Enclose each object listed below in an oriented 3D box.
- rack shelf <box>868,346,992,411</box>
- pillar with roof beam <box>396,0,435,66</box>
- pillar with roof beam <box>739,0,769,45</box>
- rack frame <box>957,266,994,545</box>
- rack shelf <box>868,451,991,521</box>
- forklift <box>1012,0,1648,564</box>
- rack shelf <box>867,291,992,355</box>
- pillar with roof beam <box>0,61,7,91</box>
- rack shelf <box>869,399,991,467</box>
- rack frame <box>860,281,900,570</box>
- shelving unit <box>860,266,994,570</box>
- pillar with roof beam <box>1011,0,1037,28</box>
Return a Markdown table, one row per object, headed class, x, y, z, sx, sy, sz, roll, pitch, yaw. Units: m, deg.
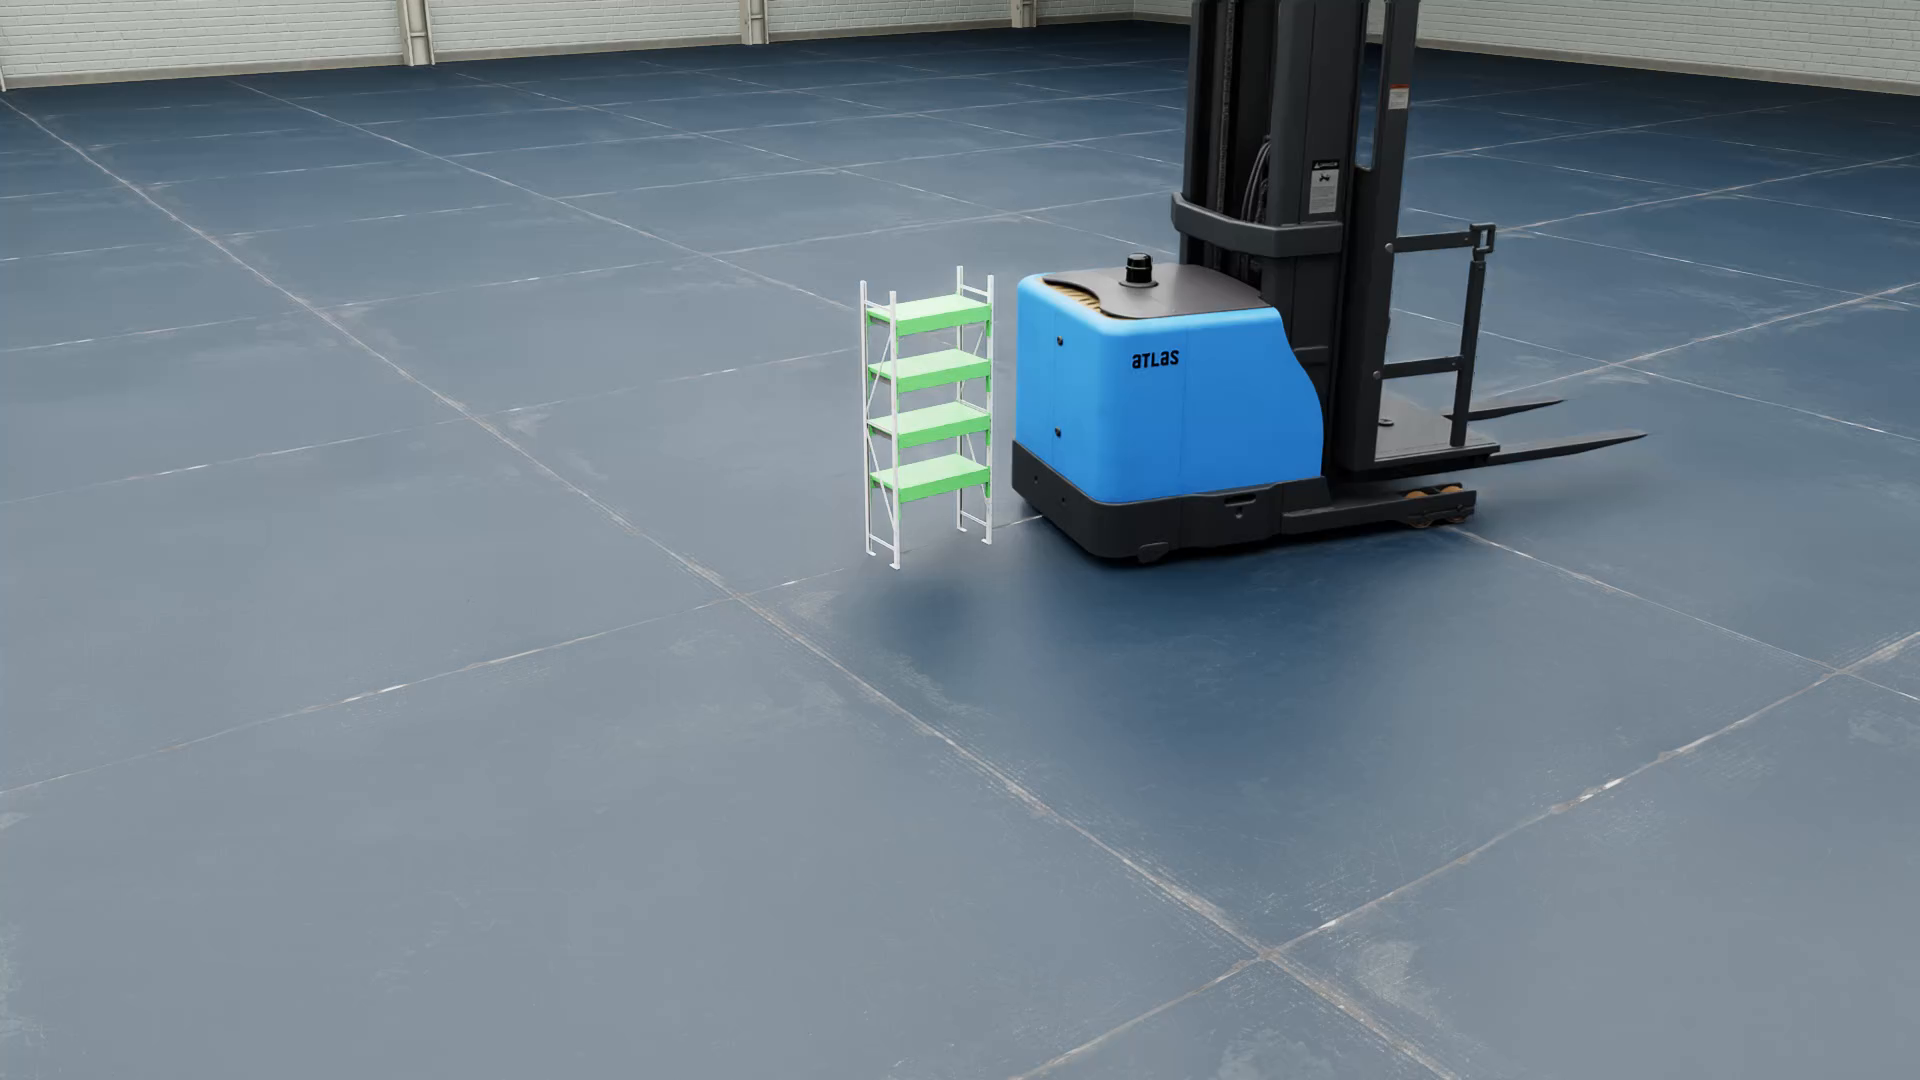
| class | x | y | z | sx | sy | sz | roll | pitch | yaw |
| --- | --- | --- | --- | --- | --- | --- | --- | --- | --- |
| rack shelf | -0.134 | -0.685 | 7.019 | 0.480 | 0.148 | 0.258 | -15 | 26 | -33 |
| pillar with roof beam | -5.980 | -10.361 | 21.220 | 0.400 | 9.000 | 9.100 | -15 | 26 | -33 |
| pillar with roof beam | -1.109 | -11.660 | 24.475 | 0.400 | 9.000 | 9.100 | -15 | 26 | -33 |
| rack frame | 0.064 | -0.574 | 7.217 | 0.015 | 1.200 | 0.240 | -15 | 26 | -33 |
| rack shelf | -0.134 | -0.239 | 7.197 | 0.480 | 0.148 | 0.258 | -15 | 26 | -33 |
| forklift | 1.815 | -1.587 | 7.418 | 3.031 | 2.935 | 1.130 | -8 | 23 | -19 |
| rack shelf | -0.134 | -0.908 | 6.930 | 0.480 | 0.148 | 0.258 | -15 | 26 | -33 |
| pillar with roof beam | -10.850 | -9.063 | 17.966 | 0.400 | 9.000 | 9.100 | -15 | 26 | -33 |
| rack shelf | -0.134 | -0.462 | 7.108 | 0.480 | 0.148 | 0.258 | -15 | 26 | -33 |
| rack frame | -0.332 | -0.469 | 6.952 | 0.015 | 1.200 | 0.240 | -15 | 26 | -33 |
| shelving unit | -0.134 | -0.521 | 7.084 | 0.503 | 1.200 | 0.258 | -15 | 26 | -33 |
| pillar with roof beam | 3.761 | -12.959 | 27.730 | 0.400 | 9.000 | 9.100 | -15 | 26 | -33 |
